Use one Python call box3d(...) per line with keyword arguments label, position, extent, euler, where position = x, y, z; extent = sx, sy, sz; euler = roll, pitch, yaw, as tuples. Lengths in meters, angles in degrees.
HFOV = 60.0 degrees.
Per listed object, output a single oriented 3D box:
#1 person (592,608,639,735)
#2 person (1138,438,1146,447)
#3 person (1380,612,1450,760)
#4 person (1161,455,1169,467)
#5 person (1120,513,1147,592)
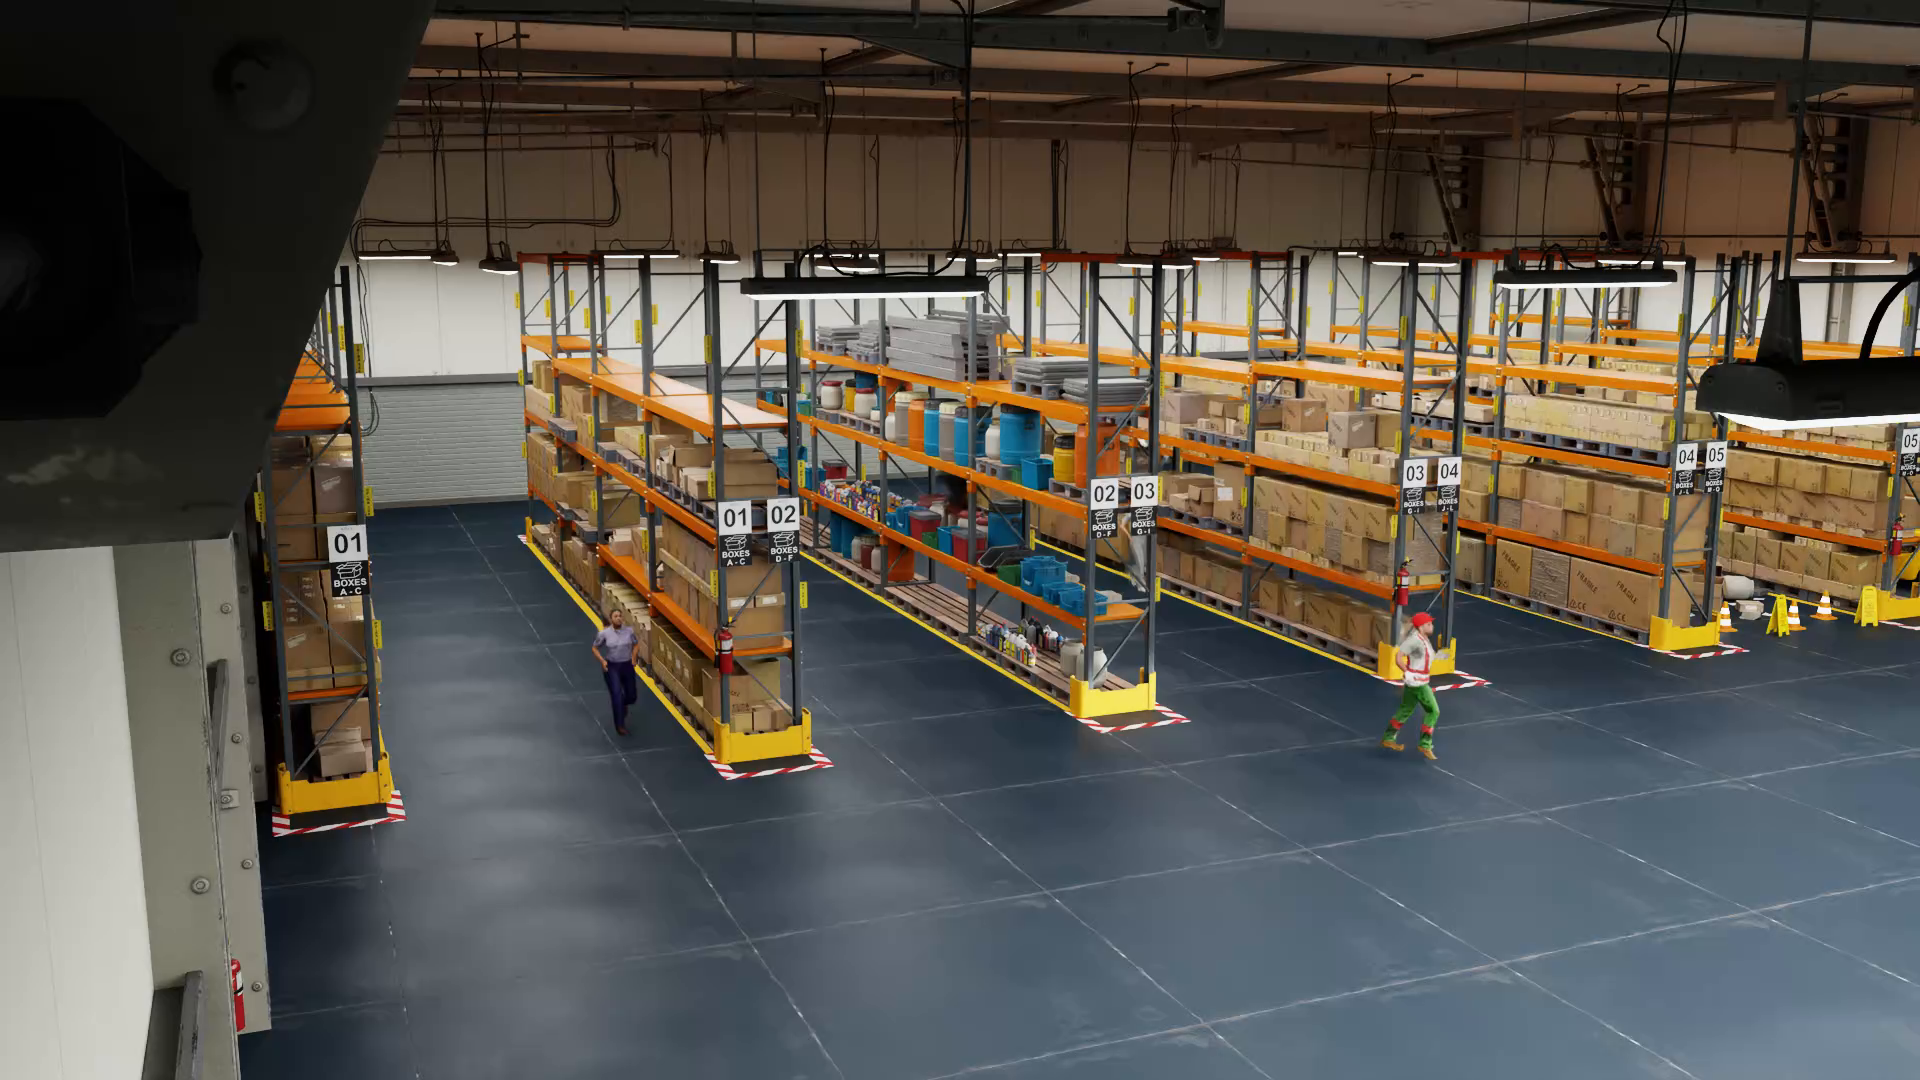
box3d(label="person", position=(-4.428, 1.666, 21.493), extent=(0.613, 1.599, 0.688), euler=(-5, 12, -27))
box3d(label="person", position=(4.443, -1.989, 41.339), extent=(0.854, 1.702, 0.639), euler=(-7, 12, -32))
box3d(label="person", position=(5.593, 1.786, 20.399), extent=(0.783, 1.852, 0.606), euler=(2, 11, 13))
box3d(label="person", position=(5.043, -2.093, 41.692), extent=(0.730, 1.733, 0.728), euler=(-3, 11, -15))
box3d(label="person", position=(3.065, 0.045, 28.610), extent=(0.573, 1.643, 0.713), euler=(-5, 11, -25))
